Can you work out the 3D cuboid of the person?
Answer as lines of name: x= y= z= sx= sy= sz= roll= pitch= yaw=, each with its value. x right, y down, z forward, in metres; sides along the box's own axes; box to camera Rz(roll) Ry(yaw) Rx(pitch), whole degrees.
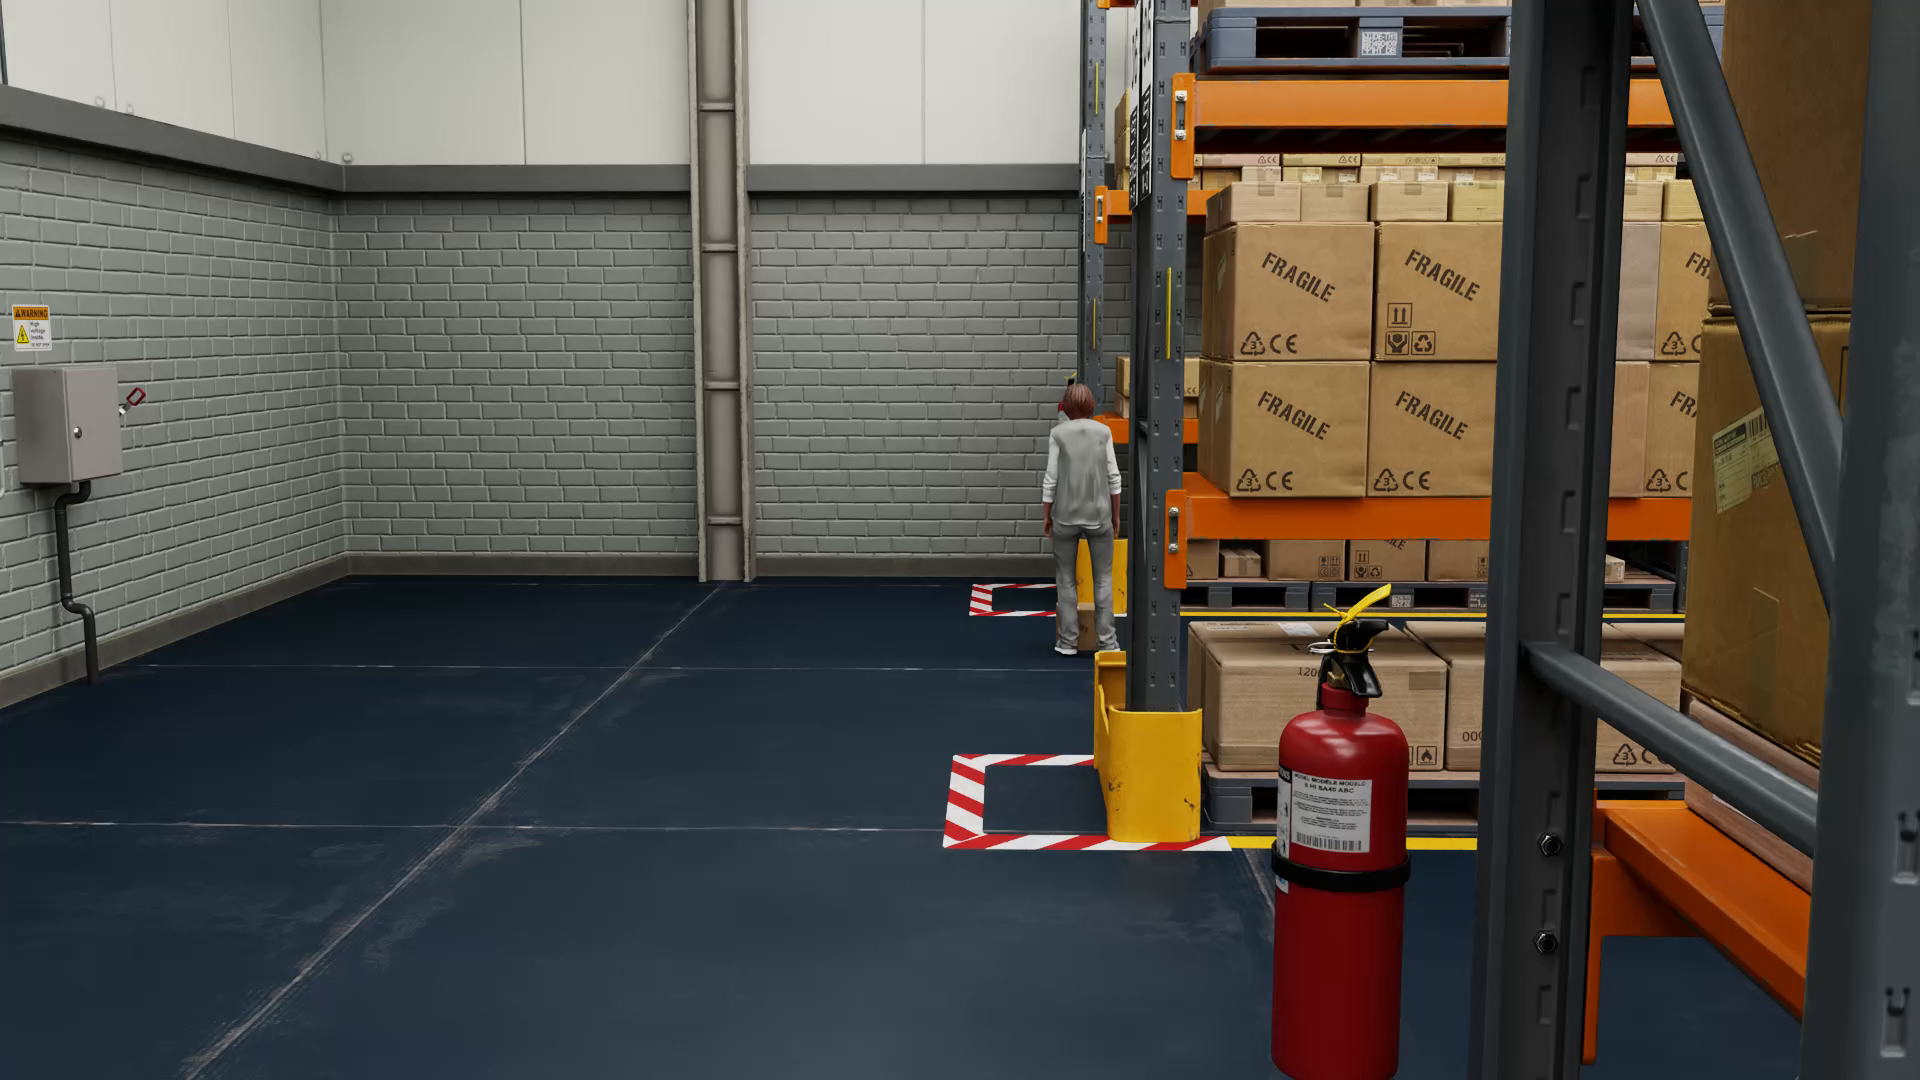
person: x=0.713 y=-0.114 z=9.701 sx=0.477 sy=1.592 sz=0.377 roll=0 pitch=7 yaw=-2
